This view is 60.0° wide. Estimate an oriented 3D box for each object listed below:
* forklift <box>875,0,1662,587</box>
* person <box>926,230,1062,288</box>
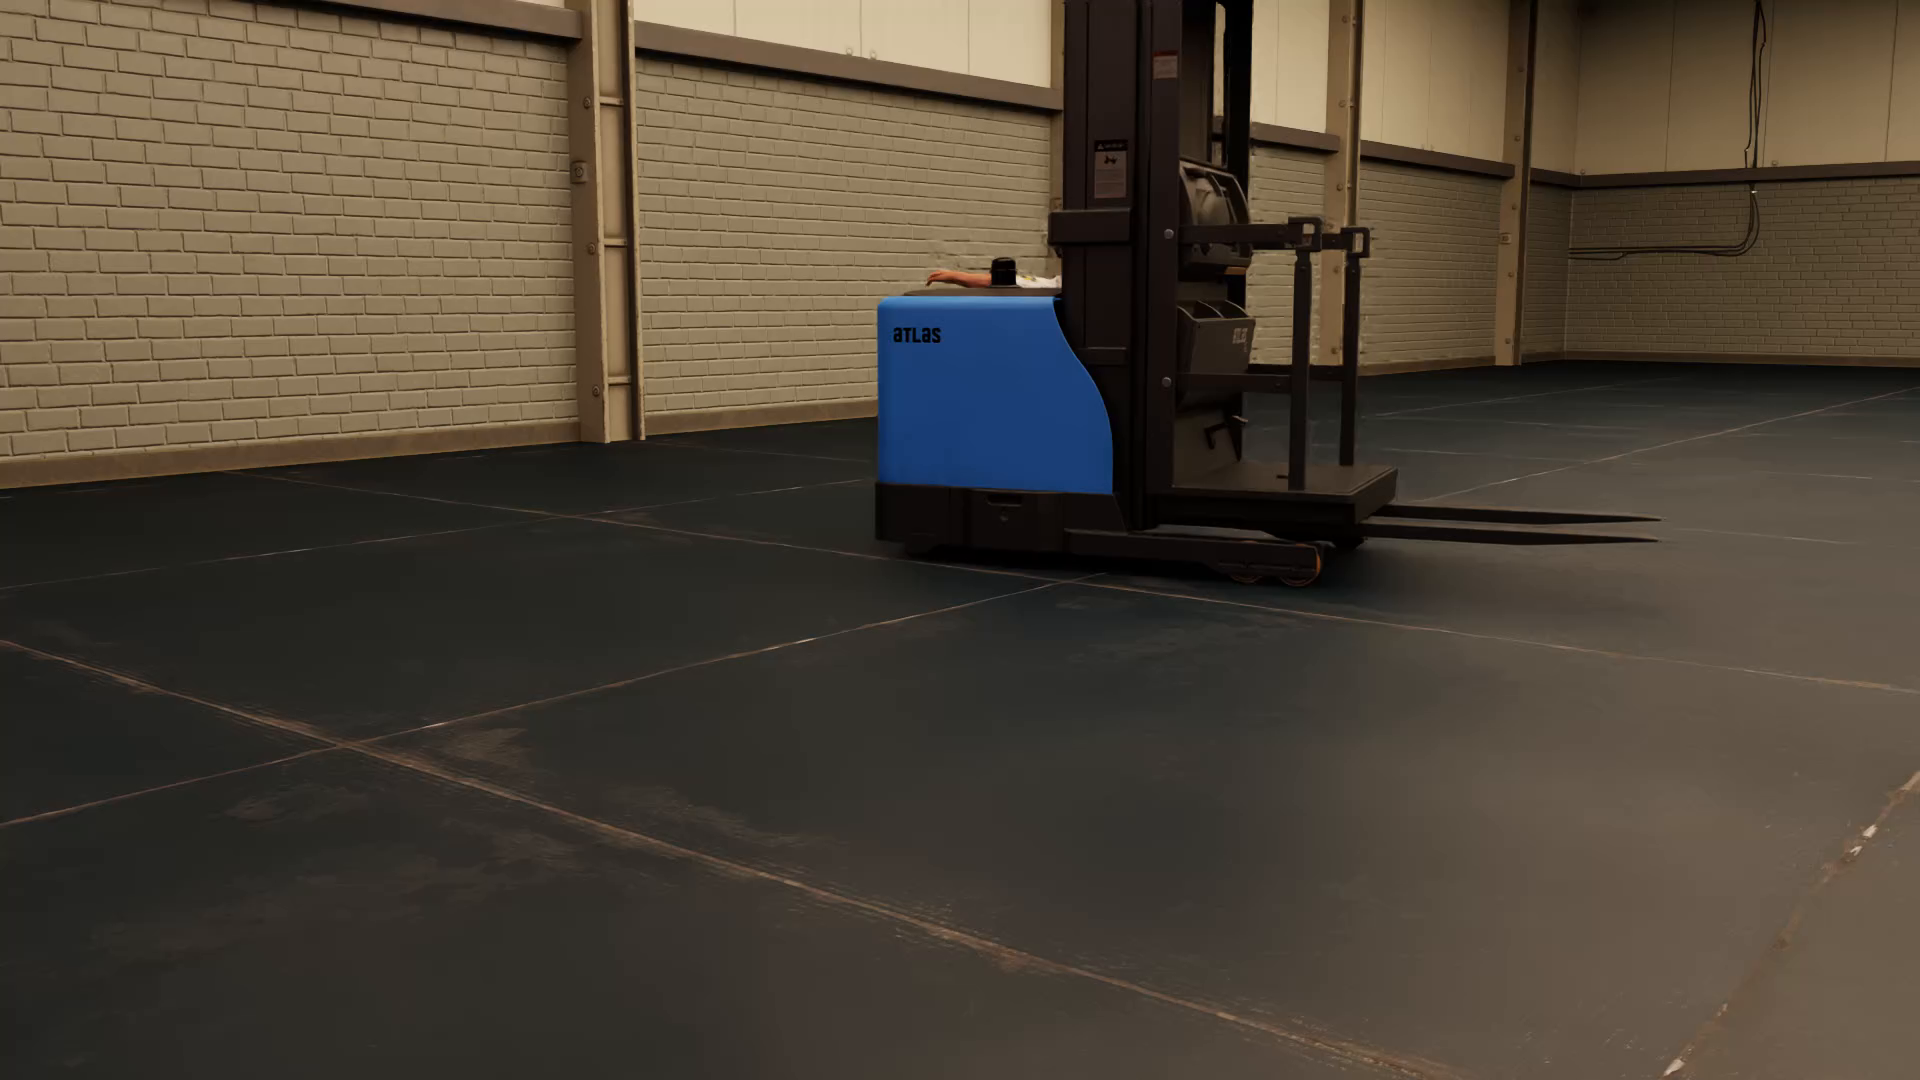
[{"bbox_3d":[1.209,-1.361,6.586,3.031,2.935,1.130,4,9,23],"label":"forklift"},{"bbox_3d":[0.458,-0.901,8.344,1.107,1.601,0.863,3,9,21],"label":"person"}]
